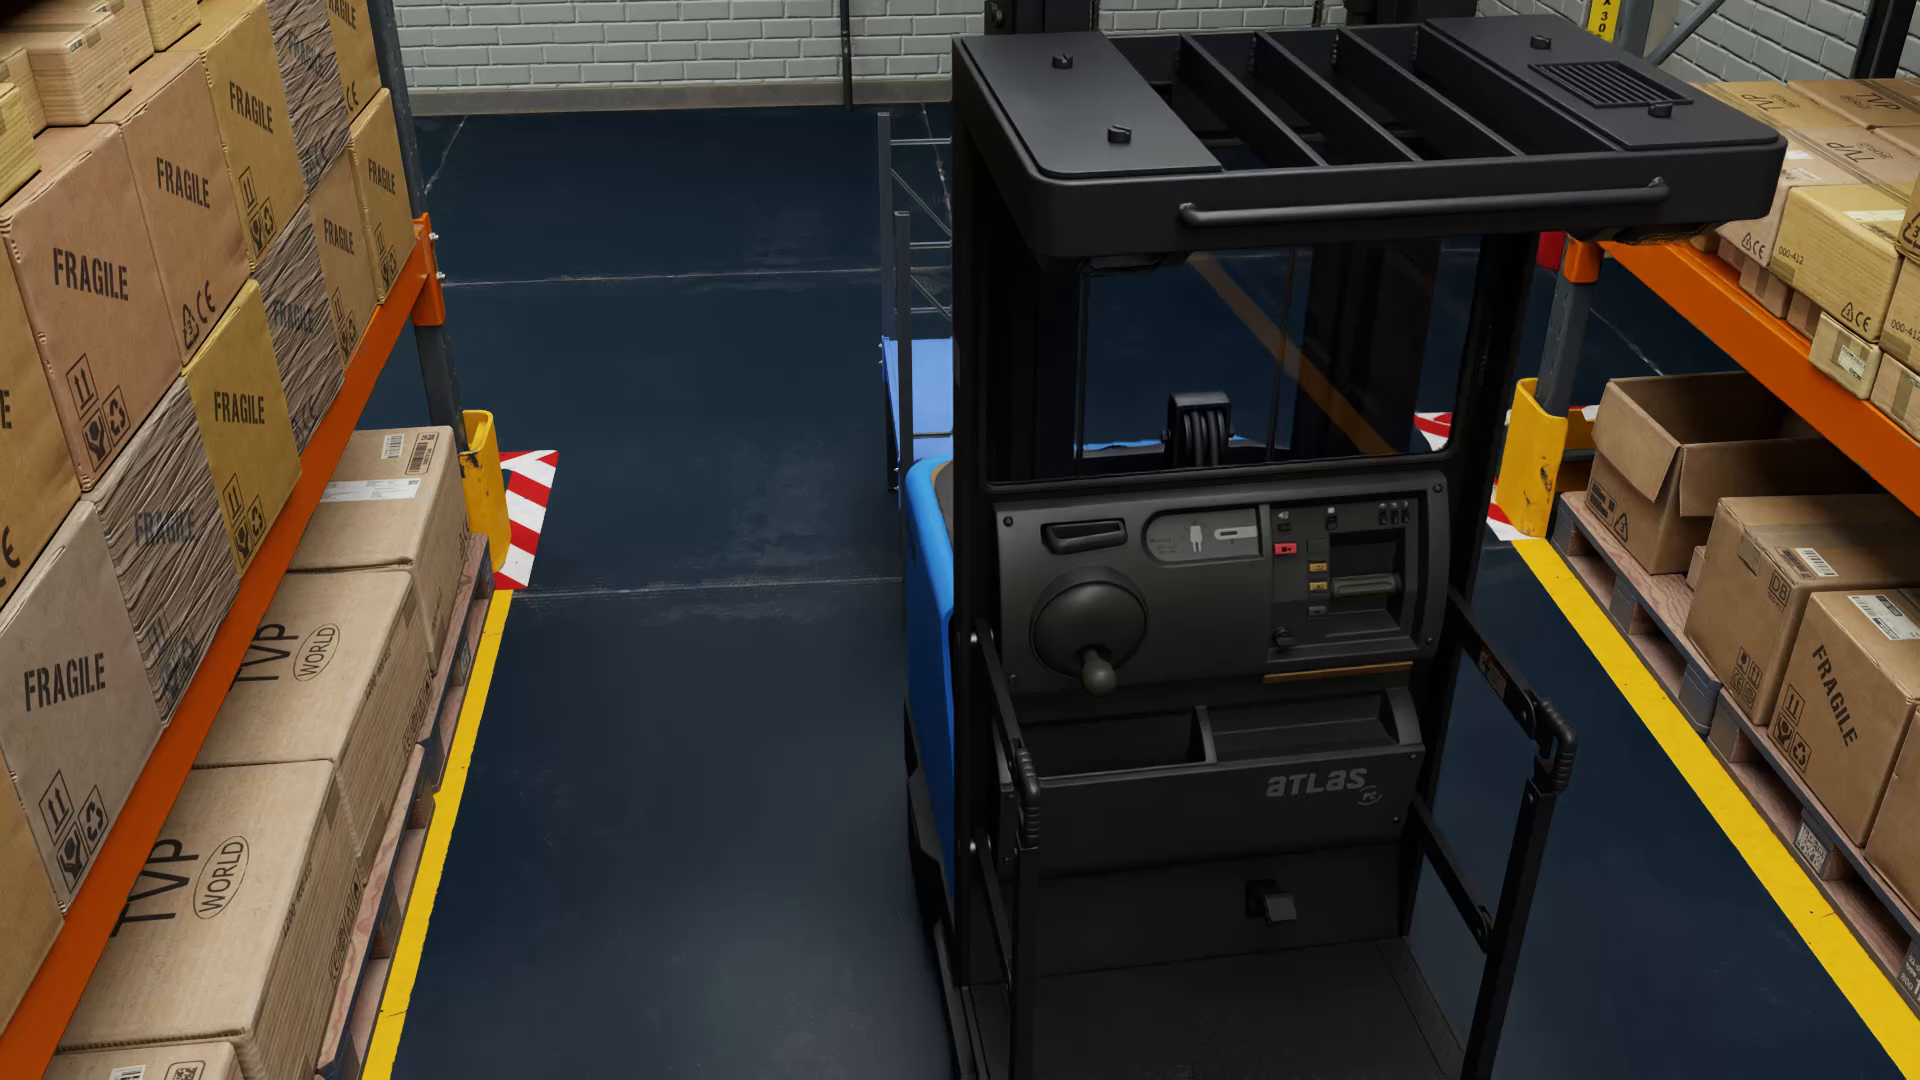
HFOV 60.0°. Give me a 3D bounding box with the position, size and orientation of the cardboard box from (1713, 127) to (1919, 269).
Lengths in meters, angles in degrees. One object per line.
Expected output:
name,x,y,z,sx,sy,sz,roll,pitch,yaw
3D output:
cardboard box,2.501,-1.009,4.871,0.500,0.250,0.500,-2,31,-4

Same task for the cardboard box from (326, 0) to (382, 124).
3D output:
cardboard box,-1.980,-1.446,4.672,0.500,0.500,0.500,-2,31,-3

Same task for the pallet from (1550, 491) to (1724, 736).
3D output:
pallet,2.762,0.195,5.718,1.003,0.211,1.213,-3,31,-5

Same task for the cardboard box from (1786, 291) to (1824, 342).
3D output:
cardboard box,2.559,-0.631,4.627,0.380,0.149,0.250,-2,31,-4

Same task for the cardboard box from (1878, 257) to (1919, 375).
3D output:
cardboard box,2.620,-0.490,4.002,0.500,0.250,0.500,-4,31,-6

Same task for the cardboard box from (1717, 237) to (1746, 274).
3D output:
cardboard box,2.566,-0.899,5.075,0.380,0.149,0.250,-3,31,-5

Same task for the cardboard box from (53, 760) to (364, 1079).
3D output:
cardboard box,-1.925,0.971,3.788,0.875,0.438,0.875,-4,31,-6

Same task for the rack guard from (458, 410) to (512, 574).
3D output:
rack guard,-2.265,-0.147,6.009,1.175,0.500,0.348,-3,31,-5

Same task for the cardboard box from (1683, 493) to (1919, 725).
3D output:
cardboard box,2.683,0.200,5.018,0.700,0.500,0.500,-2,31,-3

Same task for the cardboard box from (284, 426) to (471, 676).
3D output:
cardboard box,-2.101,0.044,5.341,0.875,0.438,0.875,-4,31,-6

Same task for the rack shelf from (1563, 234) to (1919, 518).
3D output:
rack shelf,2.866,-0.118,4.224,1.077,0.370,4.000,-3,31,-5

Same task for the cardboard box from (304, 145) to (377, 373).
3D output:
cardboard box,-1.922,-0.760,4.500,0.500,0.500,0.500,-3,31,-6

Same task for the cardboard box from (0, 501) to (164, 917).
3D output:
cardboard box,-1.715,0.282,2.755,0.500,0.500,0.500,-3,31,-4

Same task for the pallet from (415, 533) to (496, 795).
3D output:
pallet,-2.110,0.394,5.385,1.003,0.211,1.213,-3,31,-5

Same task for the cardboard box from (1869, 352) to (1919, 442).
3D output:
cardboard box,2.553,-0.365,4.182,0.380,0.149,0.250,-2,31,-3

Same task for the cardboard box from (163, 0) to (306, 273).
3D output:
cardboard box,-1.859,-0.927,3.805,0.500,0.500,0.500,-3,31,-5

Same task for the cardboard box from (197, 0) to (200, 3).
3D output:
cardboard box,-1.937,-1.261,3.732,0.380,0.149,0.250,-3,31,-5

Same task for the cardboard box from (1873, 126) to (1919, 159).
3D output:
cardboard box,3.033,-1.026,4.898,0.500,0.250,0.500,-3,31,-4

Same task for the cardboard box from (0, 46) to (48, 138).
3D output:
cardboard box,-1.829,-0.740,2.858,0.380,0.149,0.250,-3,31,-5

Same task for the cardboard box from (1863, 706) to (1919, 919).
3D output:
cardboard box,2.780,0.730,4.130,0.700,0.500,0.500,-4,31,-6

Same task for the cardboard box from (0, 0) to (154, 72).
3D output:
cardboard box,-1.850,-1.001,3.296,0.380,0.149,0.250,-2,31,-3

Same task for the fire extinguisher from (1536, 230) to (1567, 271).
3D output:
fire extinguisher,2.205,-1.307,5.953,0.296,0.674,0.183,-3,31,-5

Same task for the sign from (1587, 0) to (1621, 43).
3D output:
sign,2.139,-1.793,5.483,0.100,0.325,0.005,-3,31,-5

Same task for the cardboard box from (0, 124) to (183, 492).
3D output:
cardboard box,-1.770,-0.413,2.944,0.500,0.500,0.500,-2,31,-4

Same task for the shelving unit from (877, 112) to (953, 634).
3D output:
shelving unit,0.008,-0.600,5.792,0.538,1.500,1.048,-3,31,-5

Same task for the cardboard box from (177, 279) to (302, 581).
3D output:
cardboard box,-1.803,-0.235,3.621,0.500,0.500,0.500,-2,31,-3

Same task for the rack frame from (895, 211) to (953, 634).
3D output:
rack frame,0.055,-0.341,5.358,0.500,1.500,0.032,-3,31,-5

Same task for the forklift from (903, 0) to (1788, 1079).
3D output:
forklift,0.568,0.139,3.159,1.130,2.935,3.031,-4,31,-7

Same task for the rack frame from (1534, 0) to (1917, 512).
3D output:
rack frame,2.679,-1.448,5.749,1.000,3.000,0.127,-3,31,-5

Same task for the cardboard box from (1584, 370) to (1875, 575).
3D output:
cardboard box,2.642,-0.240,5.751,0.797,0.503,0.637,-4,31,-7

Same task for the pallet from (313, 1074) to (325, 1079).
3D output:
pallet,-1.882,1.639,3.300,1.003,0.211,1.213,-3,31,-5
